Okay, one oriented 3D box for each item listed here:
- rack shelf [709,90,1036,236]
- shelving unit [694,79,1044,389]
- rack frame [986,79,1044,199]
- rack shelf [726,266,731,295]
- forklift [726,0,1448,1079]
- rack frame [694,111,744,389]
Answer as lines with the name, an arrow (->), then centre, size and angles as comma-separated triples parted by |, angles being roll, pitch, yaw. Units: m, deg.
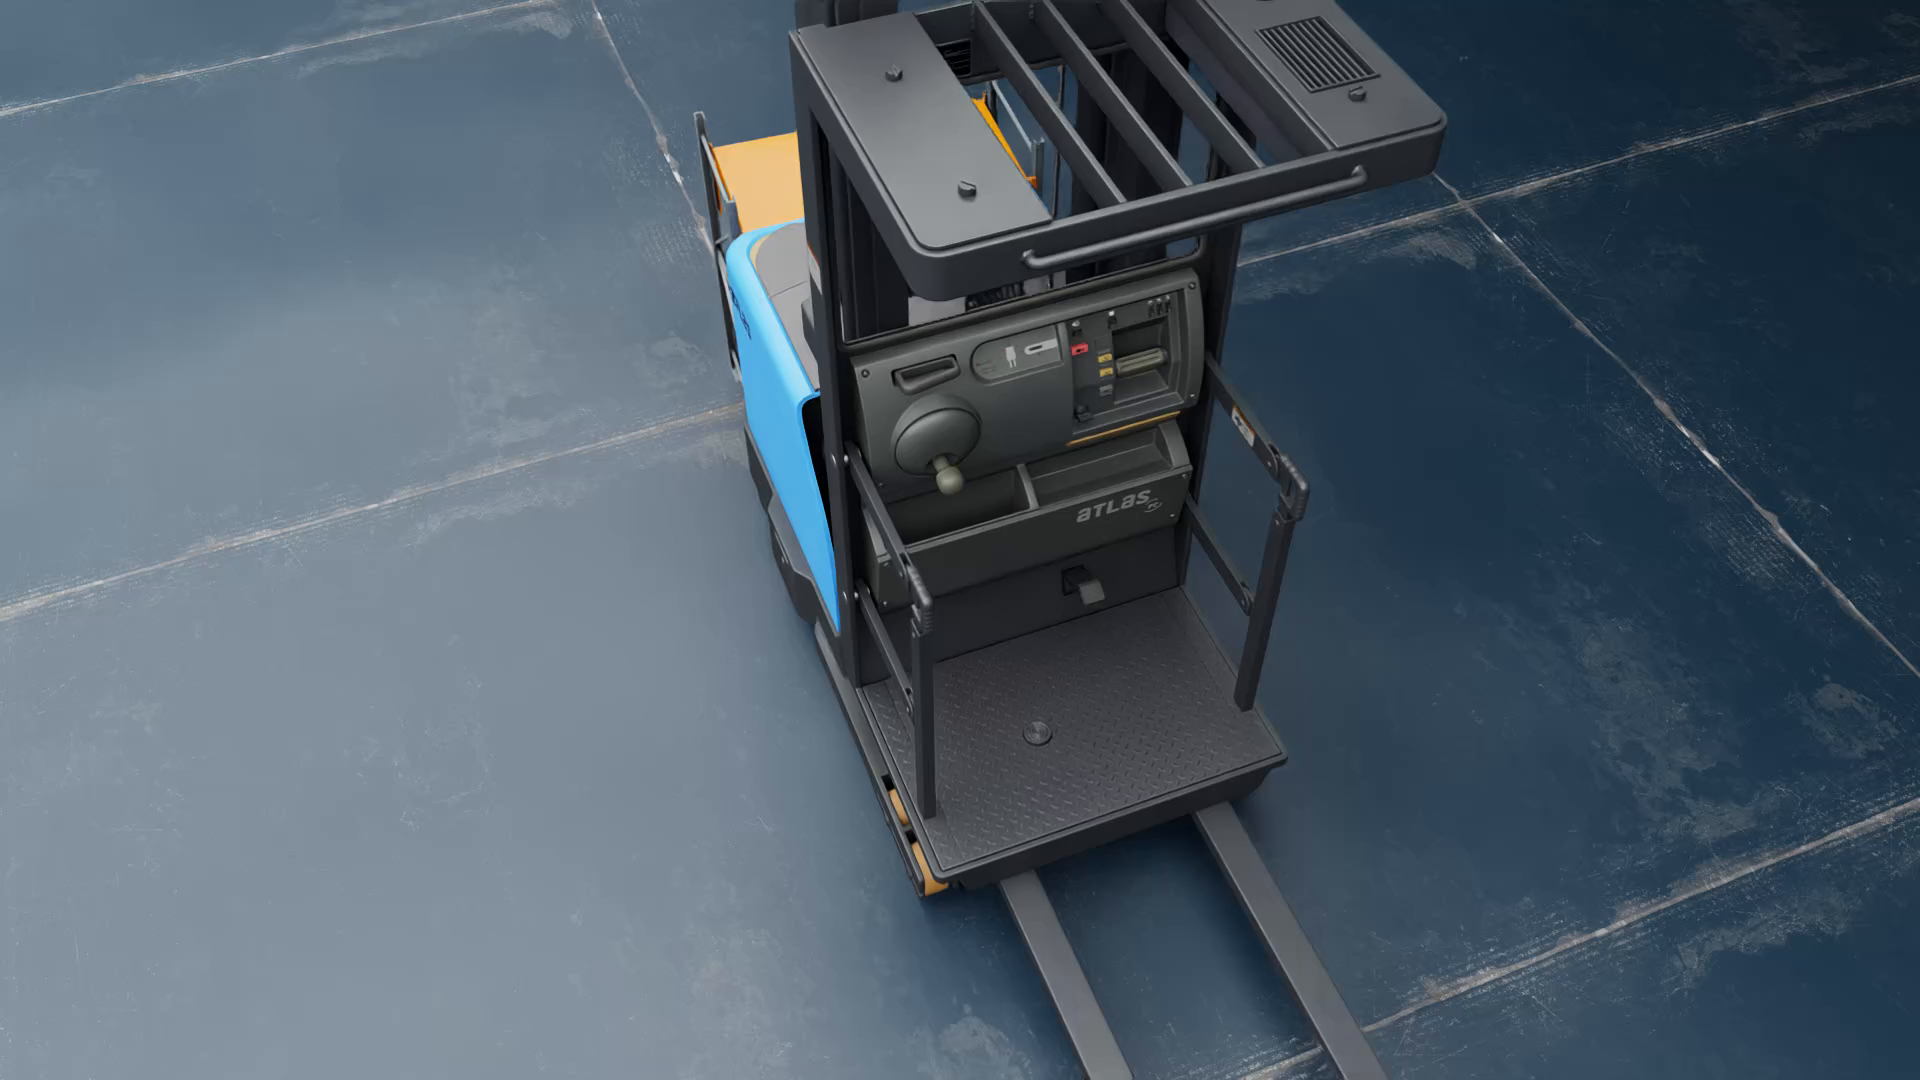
rack shelf -> -0.303, -1.173, 5.630 | 1.000, 0.278, 0.538 | -14, 51, -12
shelving unit -> -0.303, -0.982, 5.852 | 1.048, 1.125, 0.538 | -14, 51, -12
rack frame -> 0.181, -1.101, 5.954 | 0.032, 1.125, 0.500 | -14, 51, -12
rack shelf -> -0.303, -0.823, 6.038 | 1.000, 0.278, 0.538 | -14, 51, -12
forklift -> 0.269, -0.291, 4.068 | 1.130, 2.935, 3.031 | -17, 51, -14
rack frame -> -0.787, -0.864, 5.750 | 0.032, 1.125, 0.500 | -14, 51, -12
